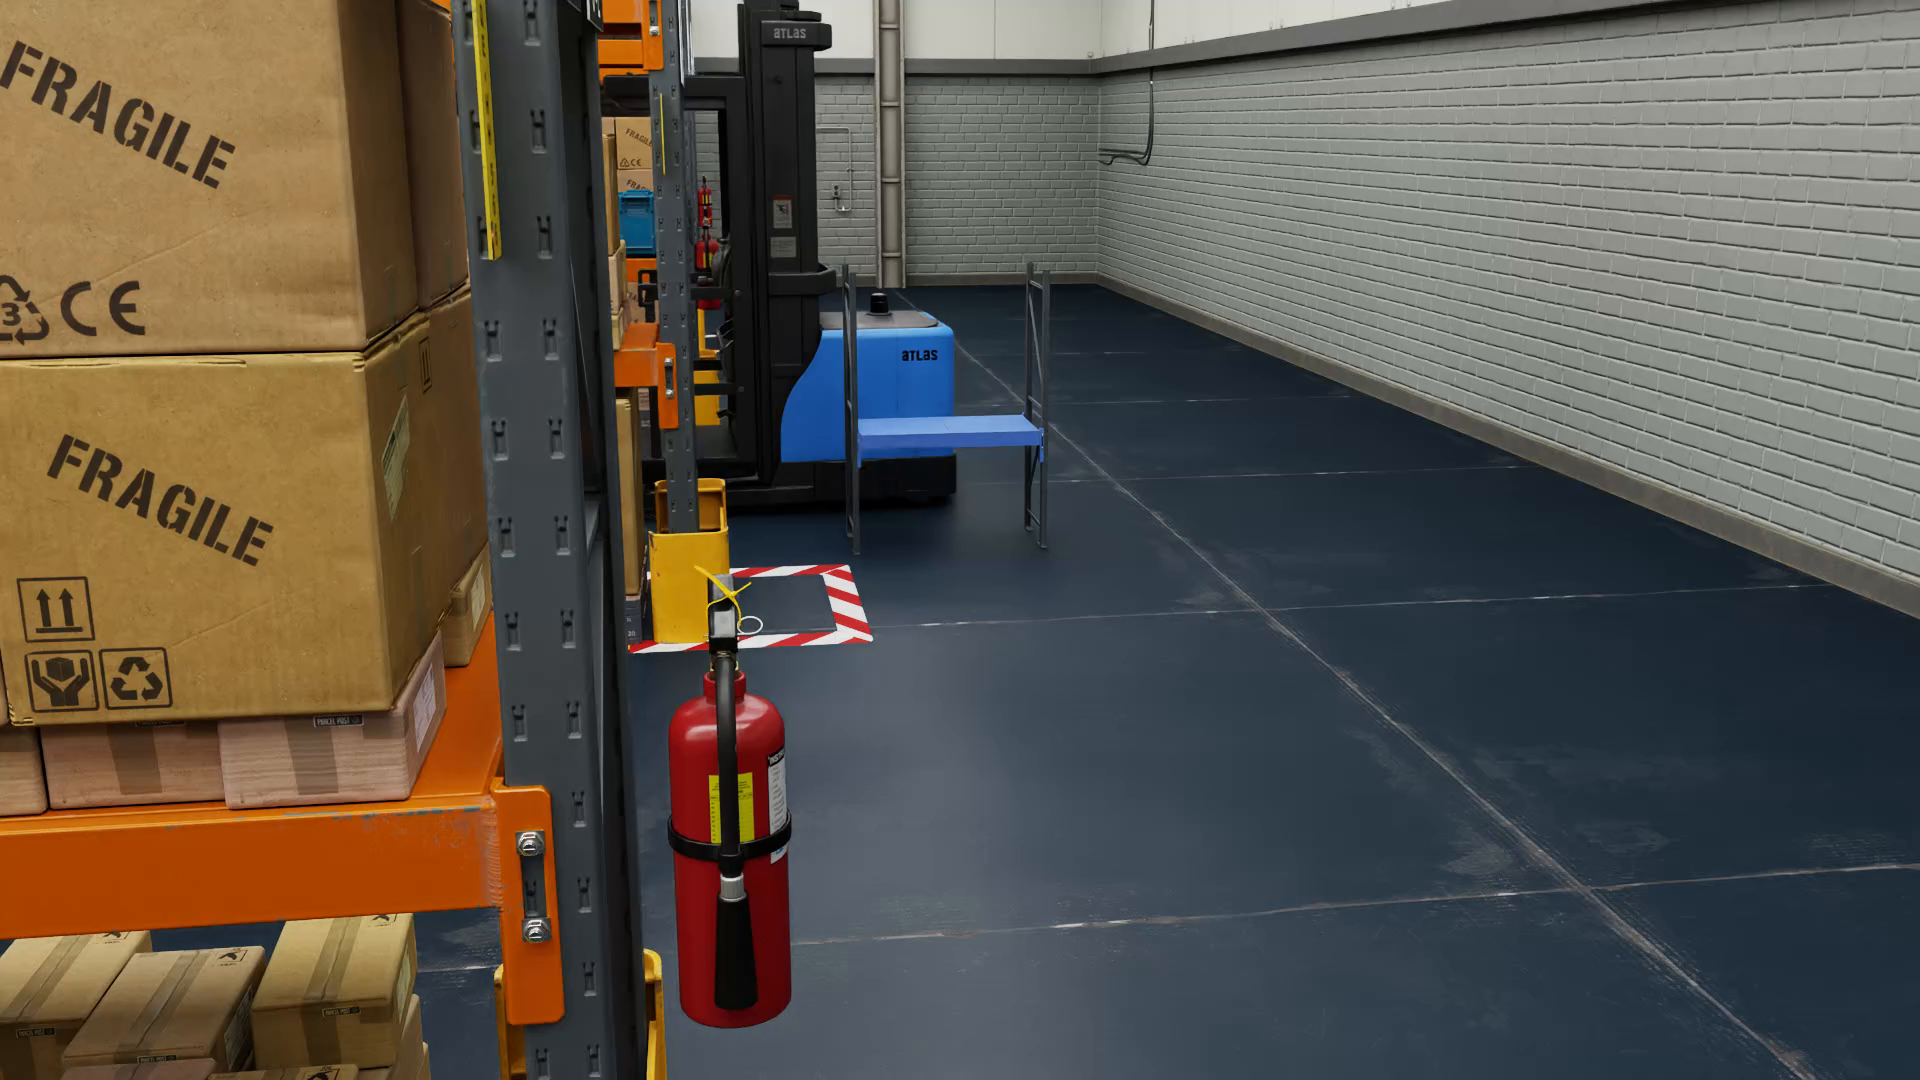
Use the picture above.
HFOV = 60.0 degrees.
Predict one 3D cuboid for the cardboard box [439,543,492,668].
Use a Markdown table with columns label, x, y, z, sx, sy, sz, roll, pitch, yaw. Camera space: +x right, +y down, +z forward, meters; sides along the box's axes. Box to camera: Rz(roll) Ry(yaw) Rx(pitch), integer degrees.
| label | x | y | z | sx | sy | sz | roll | pitch | yaw |
| --- | --- | --- | --- | --- | --- | --- | --- | --- | --- |
| cardboard box | -1.029 | 0.115 | 3.113 | 0.250 | 0.149 | 0.380 | -2 | 14 | -9 |

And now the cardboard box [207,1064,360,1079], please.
| label | x | y | z | sx | sy | sz | roll | pitch | yaw |
| --- | --- | --- | --- | --- | --- | --- | --- | --- | --- |
| cardboard box | -1.146 | 1.031 | 2.719 | 0.250 | 0.149 | 0.380 | -2 | 14 | -8 |

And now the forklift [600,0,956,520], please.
| label | x | y | z | sx | sy | sz | roll | pitch | yaw |
| --- | --- | --- | --- | --- | --- | --- | --- | --- | --- |
| forklift | -1.591 | -1.680 | 9.895 | 3.031 | 2.935 | 1.130 | -3 | 14 | -10 |

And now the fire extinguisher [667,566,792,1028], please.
| label | x | y | z | sx | sy | sz | roll | pitch | yaw |
| --- | --- | --- | --- | --- | --- | --- | --- | --- | --- |
| fire extinguisher | -0.342 | 0.381 | 2.463 | 0.183 | 0.674 | 0.296 | -2 | 14 | -8 |

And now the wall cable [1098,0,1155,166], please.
| label | x | y | z | sx | sy | sz | roll | pitch | yaw |
| --- | --- | --- | --- | --- | --- | --- | --- | --- | --- |
| wall cable | 2.133 | -6.234 | 21.962 | 0.112 | 2.526 | 3.097 | -2 | 14 | -8 |

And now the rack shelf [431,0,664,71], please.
| label | x | y | z | sx | sy | sz | roll | pitch | yaw |
| --- | --- | --- | --- | --- | --- | --- | --- | --- | --- |
| rack shelf | -3.277 | -2.170 | 7.020 | 4.000 | 0.370 | 1.077 | -2 | 14 | -8 |

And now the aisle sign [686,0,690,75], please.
| label | x | y | z | sx | sy | sz | roll | pitch | yaw |
| --- | --- | --- | --- | --- | --- | --- | --- | --- | --- |
| aisle sign | -1.922 | -3.521 | 11.751 | 0.004 | 0.787 | 0.394 | -2 | 14 | -8 |

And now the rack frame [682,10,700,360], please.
| label | x | y | z | sx | sy | sz | roll | pitch | yaw |
| --- | --- | --- | --- | --- | --- | --- | --- | --- | --- |
| rack frame | -2.037 | -2.328 | 12.337 | 0.127 | 3.000 | 1.000 | -2 | 14 | -8 |

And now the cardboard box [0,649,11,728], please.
| label | x | y | z | sx | sy | sz | roll | pitch | yaw |
| --- | --- | --- | --- | --- | --- | --- | --- | --- | --- |
| cardboard box | -1.576 | -0.037 | 2.385 | 0.500 | 0.500 | 0.500 | -2 | 14 | -9 |

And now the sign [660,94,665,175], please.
| label | x | y | z | sx | sy | sz | roll | pitch | yaw |
| --- | --- | --- | --- | --- | --- | --- | --- | --- | --- |
| sign | -1.232 | -1.682 | 6.895 | 0.005 | 0.325 | 0.100 | -2 | 14 | -8 |

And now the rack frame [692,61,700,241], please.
| label | x | y | z | sx | sy | sz | roll | pitch | yaw |
| --- | --- | --- | --- | --- | --- | --- | --- | --- | --- |
| rack frame | -3.513 | -4.711 | 21.840 | 0.127 | 3.000 | 1.000 | -2 | 14 | -8 |

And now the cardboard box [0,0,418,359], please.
| label | x | y | z | sx | sy | sz | roll | pitch | yaw |
| --- | --- | --- | --- | --- | --- | --- | --- | --- | --- |
| cardboard box | -1.076 | -0.541 | 2.340 | 0.500 | 0.500 | 0.500 | -2 | 14 | -9 |

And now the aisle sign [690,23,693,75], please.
| label | x | y | z | sx | sy | sz | roll | pitch | yaw |
| --- | --- | --- | --- | --- | --- | --- | --- | --- | --- |
| aisle sign | -2.658 | -4.709 | 16.489 | 0.004 | 0.787 | 0.394 | -2 | 14 | -8 |

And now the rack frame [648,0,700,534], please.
| label | x | y | z | sx | sy | sz | roll | pitch | yaw |
| --- | --- | --- | --- | --- | --- | --- | --- | --- | --- |
| rack frame | -1.299 | -1.136 | 7.587 | 0.127 | 3.000 | 1.000 | -2 | 14 | -8 |

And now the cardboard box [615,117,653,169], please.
| label | x | y | z | sx | sy | sz | roll | pitch | yaw |
| --- | --- | --- | --- | --- | --- | --- | --- | --- | --- |
| cardboard box | -3.170 | -3.971 | 16.627 | 0.500 | 0.500 | 0.500 | -2 | 14 | -9 |

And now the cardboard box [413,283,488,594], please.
| label | x | y | z | sx | sy | sz | roll | pitch | yaw |
| --- | --- | --- | --- | --- | --- | --- | --- | --- | --- |
| cardboard box | -1.145 | -0.183 | 2.967 | 0.500 | 0.500 | 0.500 | -1 | 14 | -6 |

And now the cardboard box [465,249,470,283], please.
| label | x | y | z | sx | sy | sz | roll | pitch | yaw |
| --- | --- | --- | --- | --- | --- | --- | --- | --- | --- |
| cardboard box | -2.241 | -1.108 | 7.172 | 0.500 | 0.250 | 0.500 | -2 | 14 | -9 |

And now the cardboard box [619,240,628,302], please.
| label | x | y | z | sx | sy | sz | roll | pitch | yaw |
| --- | --- | --- | --- | --- | --- | --- | --- | --- | --- |
| cardboard box | -1.814 | -1.255 | 7.758 | 0.500 | 0.250 | 0.500 | -2 | 14 | -10 |

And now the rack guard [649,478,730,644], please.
| label | x | y | z | sx | sy | sz | roll | pitch | yaw |
| --- | --- | --- | --- | --- | --- | --- | --- | --- | --- |
| rack guard | -1.275 | 0.075 | 7.894 | 0.348 | 0.500 | 1.175 | -2 | 14 | -8 |

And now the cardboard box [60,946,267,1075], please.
| label | x | y | z | sx | sy | sz | roll | pitch | yaw |
| --- | --- | --- | --- | --- | --- | --- | --- | --- | --- |
| cardboard box | -1.484 | 0.927 | 3.133 | 0.250 | 0.149 | 0.380 | -2 | 14 | -7 |

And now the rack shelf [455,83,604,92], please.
| label | x | y | z | sx | sy | sz | roll | pitch | yaw |
| --- | --- | --- | --- | --- | --- | --- | --- | --- | --- |
| rack shelf | -5.491 | -5.744 | 21.273 | 4.000 | 0.370 | 1.077 | -2 | 14 | -8 |

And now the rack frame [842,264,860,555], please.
| label | x | y | z | sx | sy | sz | roll | pitch | yaw |
| --- | --- | --- | --- | --- | --- | --- | --- | --- | --- |
| rack frame | -0.587 | -0.706 | 8.954 | 0.032 | 1.500 | 0.500 | -2 | 14 | -8 |

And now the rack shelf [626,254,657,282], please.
| label | x | y | z | sx | sy | sz | roll | pitch | yaw |
| --- | --- | --- | --- | --- | --- | --- | --- | --- | --- |
| rack shelf | -4.015 | -1.906 | 12.136 | 4.000 | 0.370 | 1.077 | -2 | 14 | -8 |

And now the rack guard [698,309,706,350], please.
| label | x | y | z | sx | sy | sz | roll | pitch | yaw |
| --- | --- | --- | --- | --- | --- | --- | --- | --- | --- |
| rack guard | -2.846 | -2.304 | 17.382 | 0.348 | 0.500 | 1.175 | -2 | 14 | -8 |

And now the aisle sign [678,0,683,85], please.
| label | x | y | z | sx | sy | sz | roll | pitch | yaw |
| --- | --- | --- | --- | --- | --- | --- | --- | --- | --- |
| aisle sign | -1.183 | -2.328 | 6.993 | 0.004 | 0.787 | 0.394 | -2 | 14 | -8 |

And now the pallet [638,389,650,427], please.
| label | x | y | z | sx | sy | sz | roll | pitch | yaw |
| --- | --- | --- | --- | --- | --- | --- | --- | --- | --- |
| pallet | -2.858 | -0.955 | 12.595 | 1.213 | 0.211 | 1.003 | -2 | 14 | -8 |

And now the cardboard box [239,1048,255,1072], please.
| label | x | y | z | sx | sy | sz | roll | pitch | yaw |
| --- | --- | --- | --- | --- | --- | --- | --- | --- | --- |
| cardboard box | -1.496 | 1.049 | 3.260 | 0.250 | 0.149 | 0.380 | -2 | 14 | -9 |

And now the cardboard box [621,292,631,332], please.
| label | x | y | z | sx | sy | sz | roll | pitch | yaw |
| --- | --- | --- | --- | --- | --- | --- | --- | --- | --- |
| cardboard box | -1.699 | -1.081 | 7.883 | 0.250 | 0.149 | 0.380 | -2 | 14 | -8 |

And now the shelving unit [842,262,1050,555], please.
| label | x | y | z | sx | sy | sz | roll | pitch | yaw |
| --- | --- | --- | --- | --- | --- | --- | --- | --- | --- |
| shelving unit | -0.084 | -0.724 | 9.027 | 1.048 | 1.500 | 0.538 | -2 | 14 | -8 |

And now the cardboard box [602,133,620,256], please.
| label | x | y | z | sx | sy | sz | roll | pitch | yaw |
| --- | --- | --- | --- | --- | --- | --- | --- | --- | --- |
| cardboard box | -1.742 | -1.491 | 7.155 | 0.500 | 0.500 | 0.500 | -2 | 14 | -8 |

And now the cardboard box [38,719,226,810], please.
| label | x | y | z | sx | sy | sz | roll | pitch | yaw |
| --- | --- | --- | --- | --- | --- | --- | --- | --- | --- |
| cardboard box | -1.192 | 0.262 | 2.527 | 0.250 | 0.149 | 0.380 | -2 | 14 | -8 |

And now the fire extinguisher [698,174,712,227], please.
| label | x | y | z | sx | sy | sz | roll | pitch | yaw |
| --- | --- | --- | --- | --- | --- | --- | --- | --- | --- |
| fire extinguisher | -3.295 | -4.387 | 21.474 | 0.183 | 0.674 | 0.296 | -2 | 14 | -8 |

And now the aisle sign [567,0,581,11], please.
| label | x | y | z | sx | sy | sz | roll | pitch | yaw |
| --- | --- | --- | --- | --- | --- | --- | --- | --- | --- |
| aisle sign | -0.543 | -1.131 | 2.221 | 0.004 | 0.787 | 0.394 | -2 | 14 | -8 |

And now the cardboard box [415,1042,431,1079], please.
| label | x | y | z | sx | sy | sz | roll | pitch | yaw |
| --- | --- | --- | --- | --- | --- | --- | --- | --- | --- |
| cardboard box | -1.226 | 1.181 | 3.342 | 0.250 | 0.149 | 0.380 | -2 | 14 | -7 |

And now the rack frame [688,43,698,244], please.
| label | x | y | z | sx | sy | sz | roll | pitch | yaw |
| --- | --- | --- | --- | --- | --- | --- | --- | --- | --- |
| rack frame | -2.771 | -3.519 | 17.089 | 0.127 | 3.000 | 1.000 | -2 | 14 | -8 |

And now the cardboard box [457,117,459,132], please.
| label | x | y | z | sx | sy | sz | roll | pitch | yaw |
| --- | --- | --- | --- | --- | --- | --- | --- | --- | --- |
| cardboard box | -4.690 | -3.914 | 16.400 | 0.500 | 0.500 | 0.500 | -2 | 14 | -7 |
